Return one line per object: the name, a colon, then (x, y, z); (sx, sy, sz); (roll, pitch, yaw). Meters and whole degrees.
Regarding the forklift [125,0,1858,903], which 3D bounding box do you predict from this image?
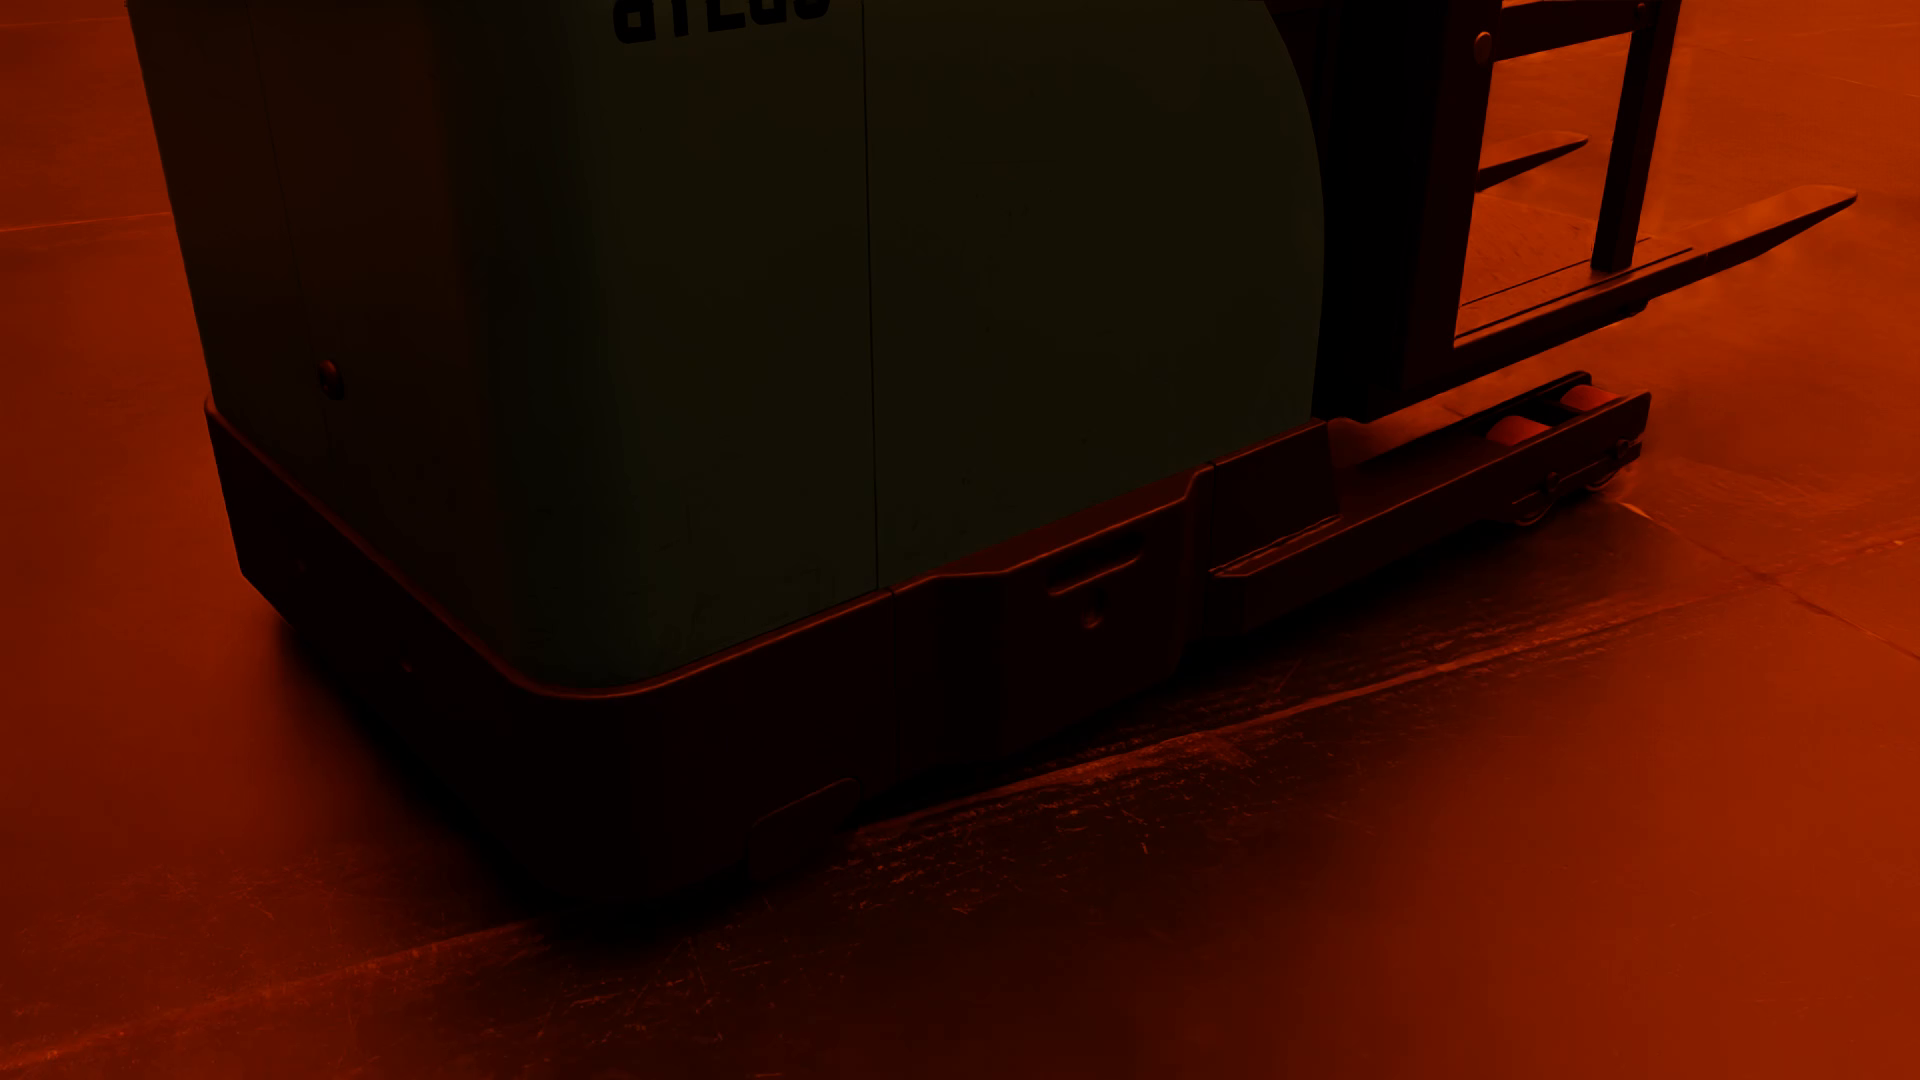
forklift: (0.462, -1.489, 2.191); (3.031, 2.935, 1.130); (-21, 34, -35)
